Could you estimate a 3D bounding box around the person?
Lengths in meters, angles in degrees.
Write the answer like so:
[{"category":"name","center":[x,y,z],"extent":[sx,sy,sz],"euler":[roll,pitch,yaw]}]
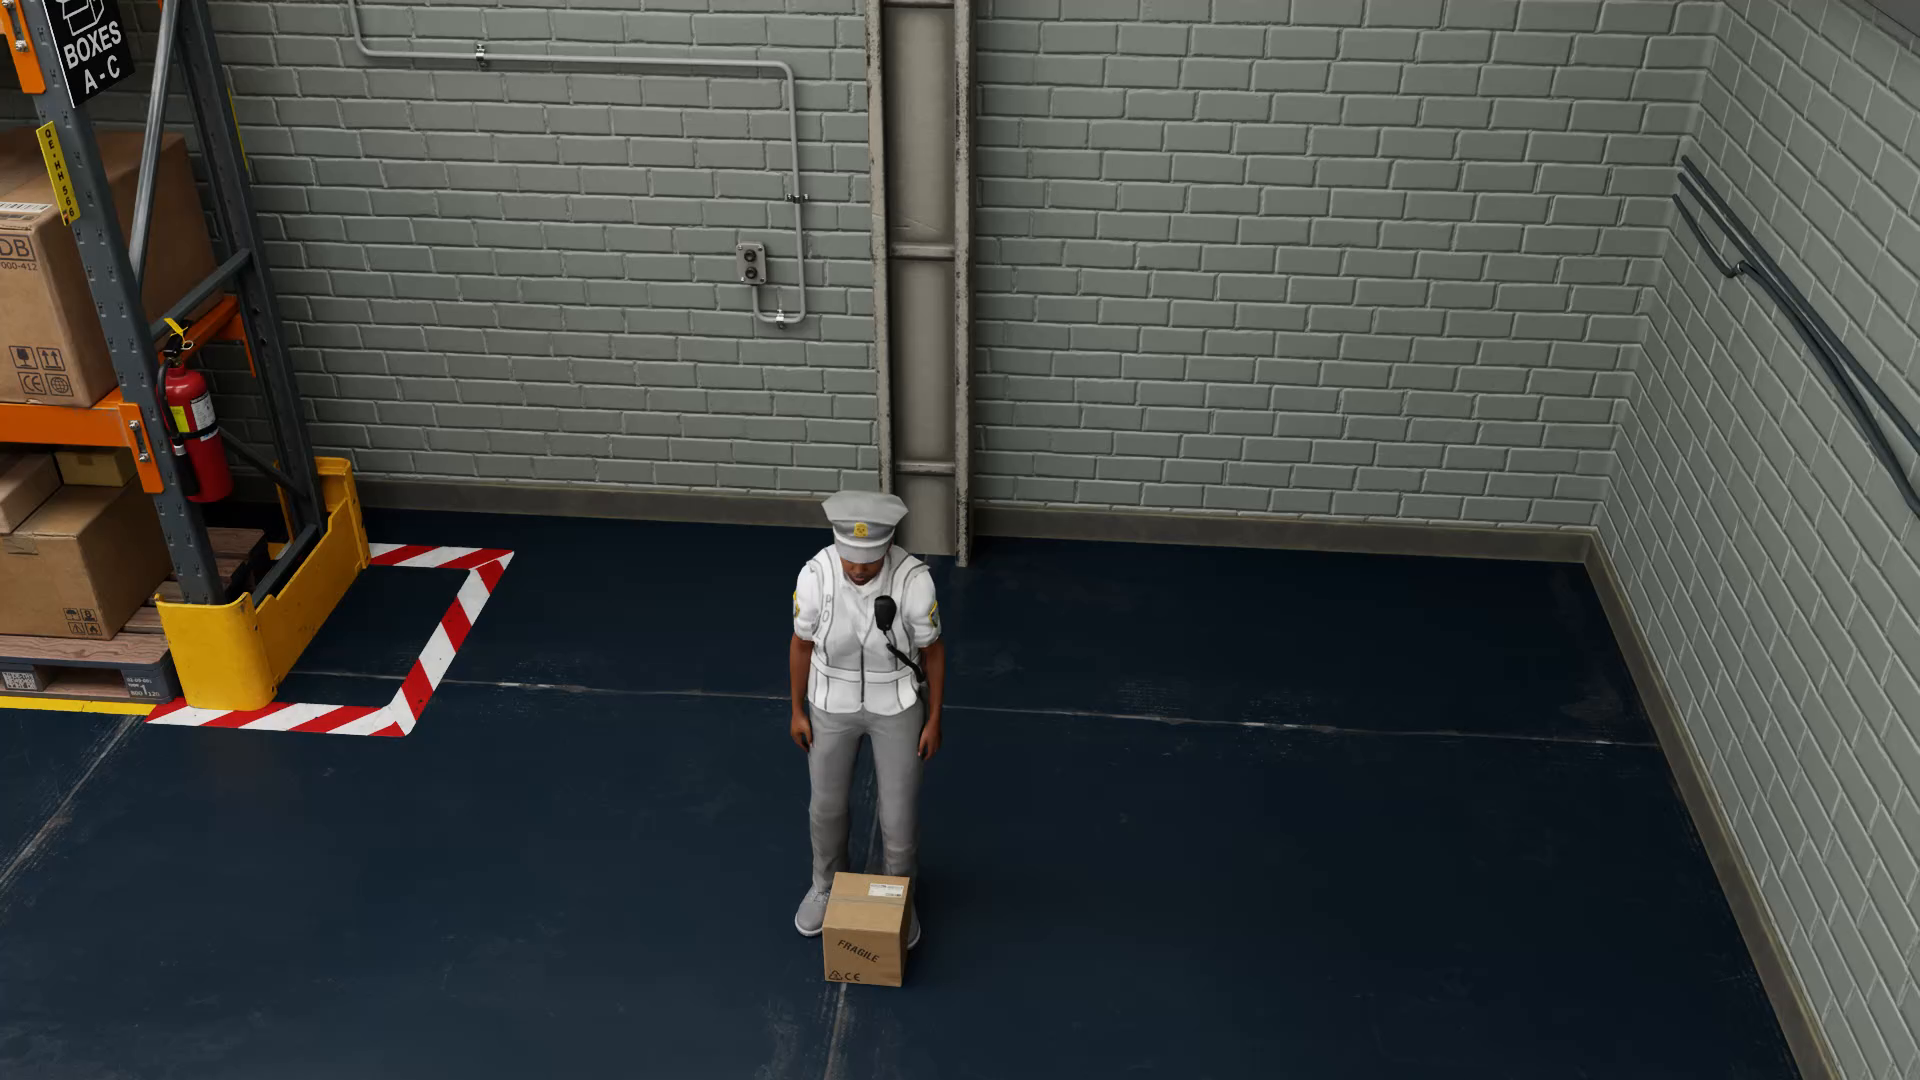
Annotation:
[{"category":"person","center":[-0.299,0.557,5.252],"extent":[0.504,1.658,0.419],"euler":[3,32,4]}]
